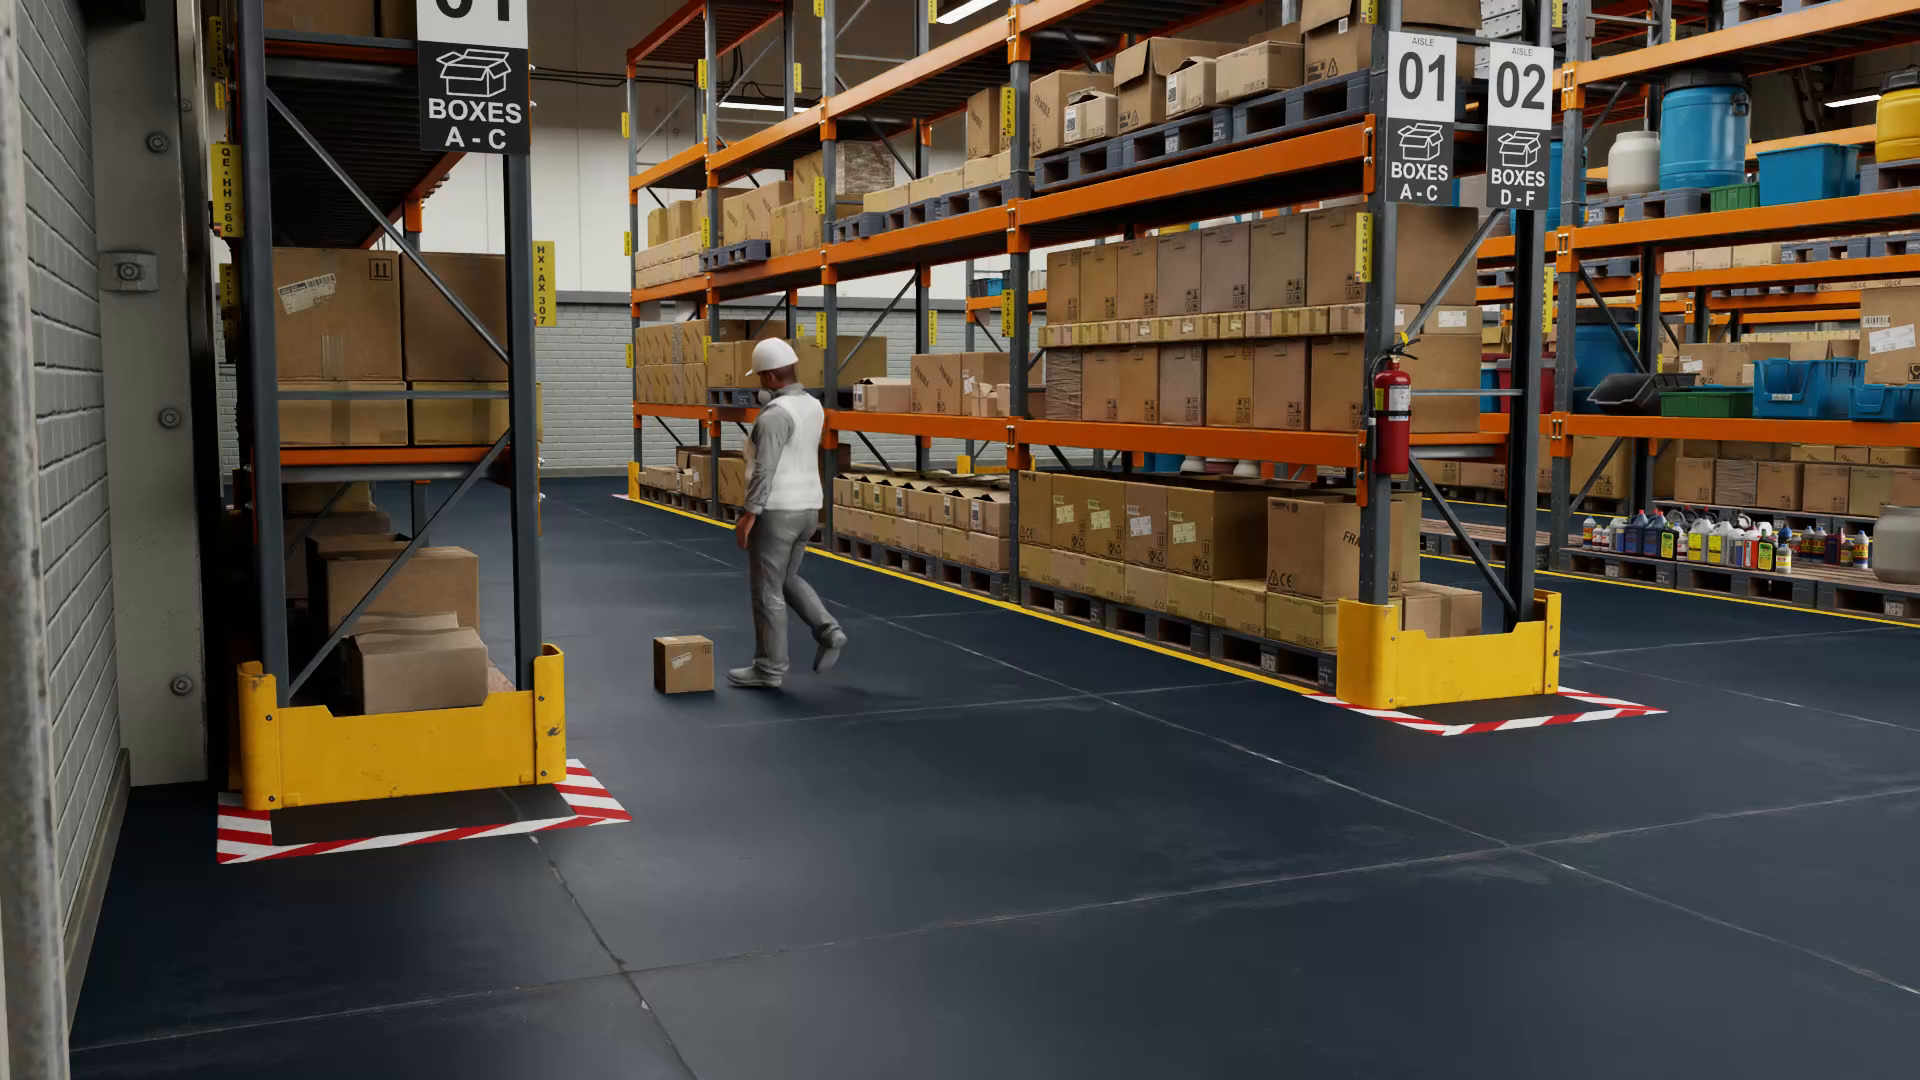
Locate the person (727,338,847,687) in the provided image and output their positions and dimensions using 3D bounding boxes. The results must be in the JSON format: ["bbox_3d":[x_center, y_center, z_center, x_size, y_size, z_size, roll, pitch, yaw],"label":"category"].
[{"bbox_3d":[-0.900,-0.141,8.488,0.562,1.769,0.566,2,6,22],"label":"person"}]
